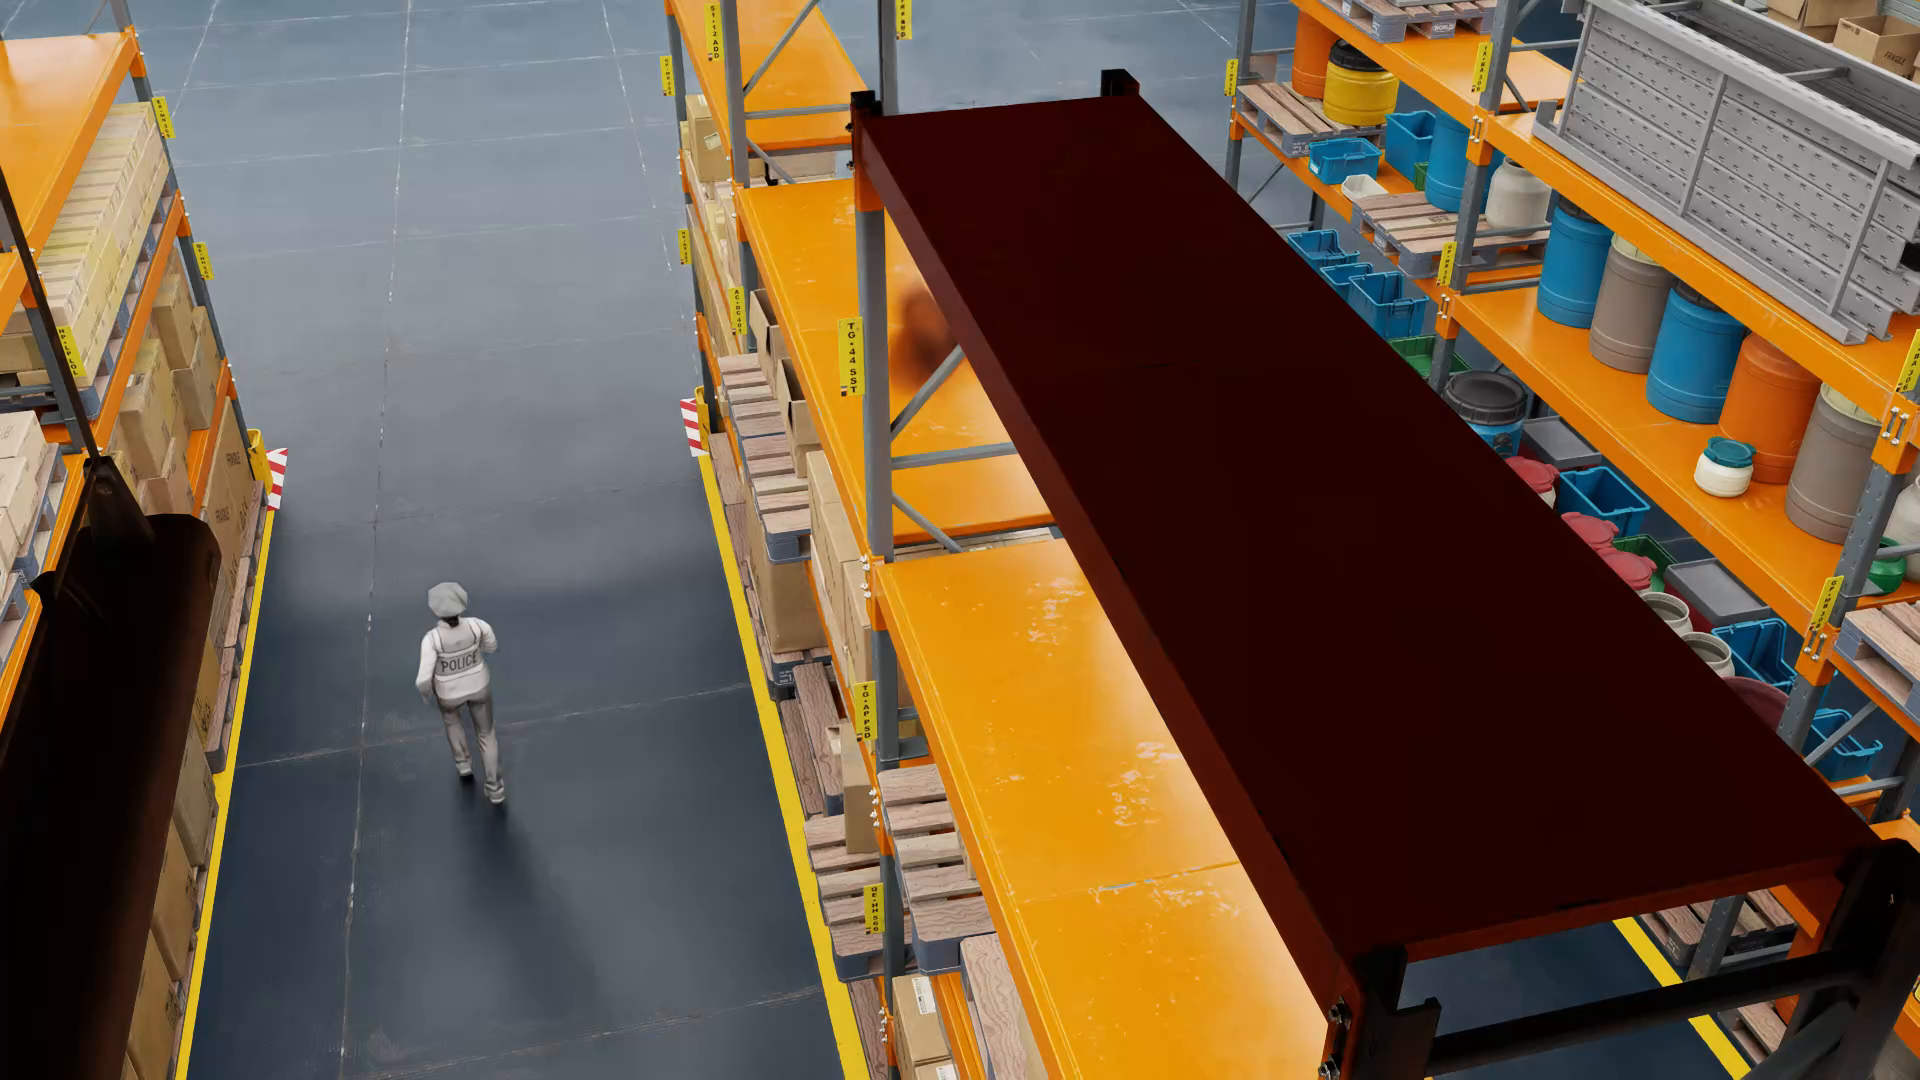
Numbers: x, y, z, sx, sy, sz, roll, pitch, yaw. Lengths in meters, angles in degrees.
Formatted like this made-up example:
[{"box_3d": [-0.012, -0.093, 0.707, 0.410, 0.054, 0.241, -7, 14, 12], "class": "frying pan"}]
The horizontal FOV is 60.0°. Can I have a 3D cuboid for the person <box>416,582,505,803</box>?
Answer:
[{"box_3d": [-3.328, 1.010, 11.123, 0.576, 1.727, 0.714, -15, 37, -20], "class": "person"}]
